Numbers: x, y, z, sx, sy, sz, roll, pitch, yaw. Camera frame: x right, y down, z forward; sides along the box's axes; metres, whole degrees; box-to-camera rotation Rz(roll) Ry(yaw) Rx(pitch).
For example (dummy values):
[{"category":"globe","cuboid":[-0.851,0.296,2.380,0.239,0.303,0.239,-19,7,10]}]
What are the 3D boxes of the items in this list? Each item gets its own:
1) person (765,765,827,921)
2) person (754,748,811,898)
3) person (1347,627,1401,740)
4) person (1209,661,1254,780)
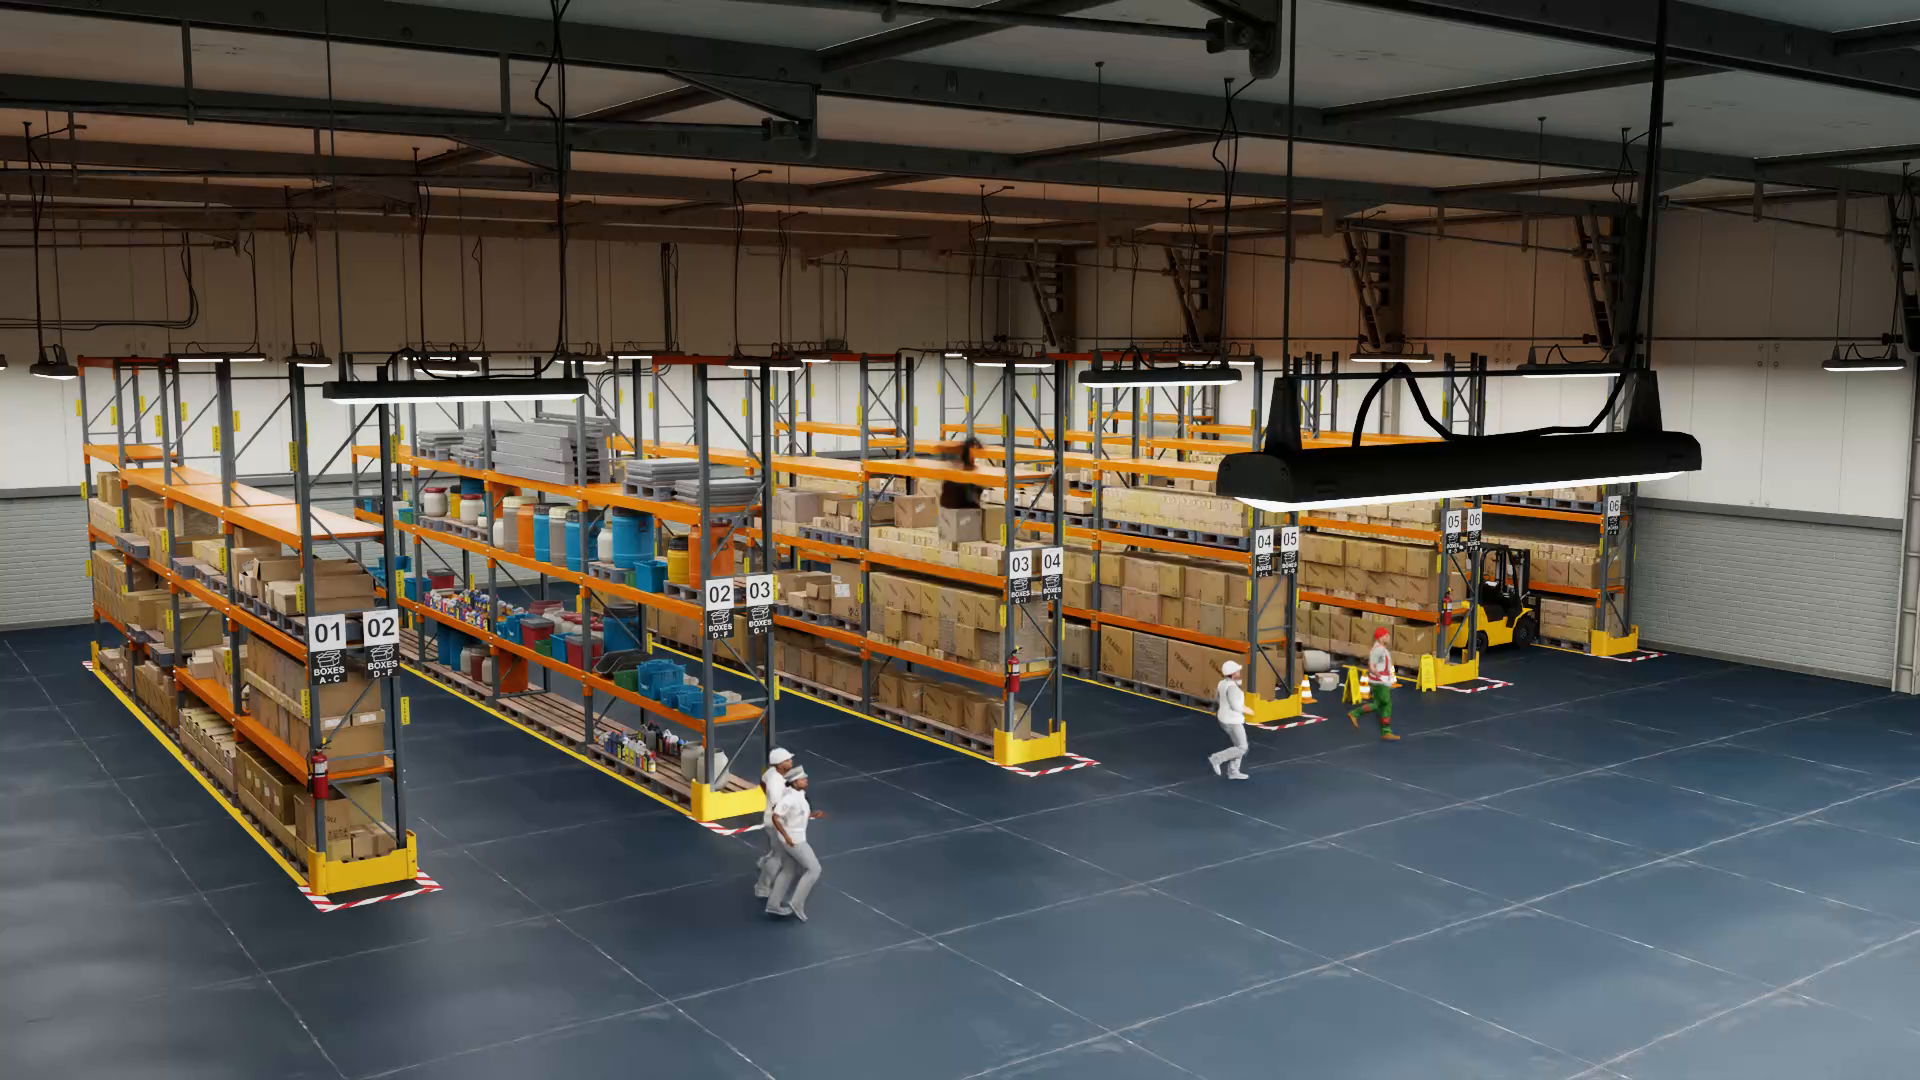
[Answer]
[{"category":"person","cuboid":[-1.795,3.310,18.208,0.698,1.732,0.548,-1,7,-8]},{"category":"person","cuboid":[-2.016,3.193,18.898,0.666,1.719,0.734,0,7,-3]},{"category":"person","cuboid":[6.554,2.248,26.258,0.839,1.781,0.669,2,7,17]},{"category":"person","cuboid":[3.860,2.586,23.843,0.658,1.729,0.660,-1,7,-10]}]
